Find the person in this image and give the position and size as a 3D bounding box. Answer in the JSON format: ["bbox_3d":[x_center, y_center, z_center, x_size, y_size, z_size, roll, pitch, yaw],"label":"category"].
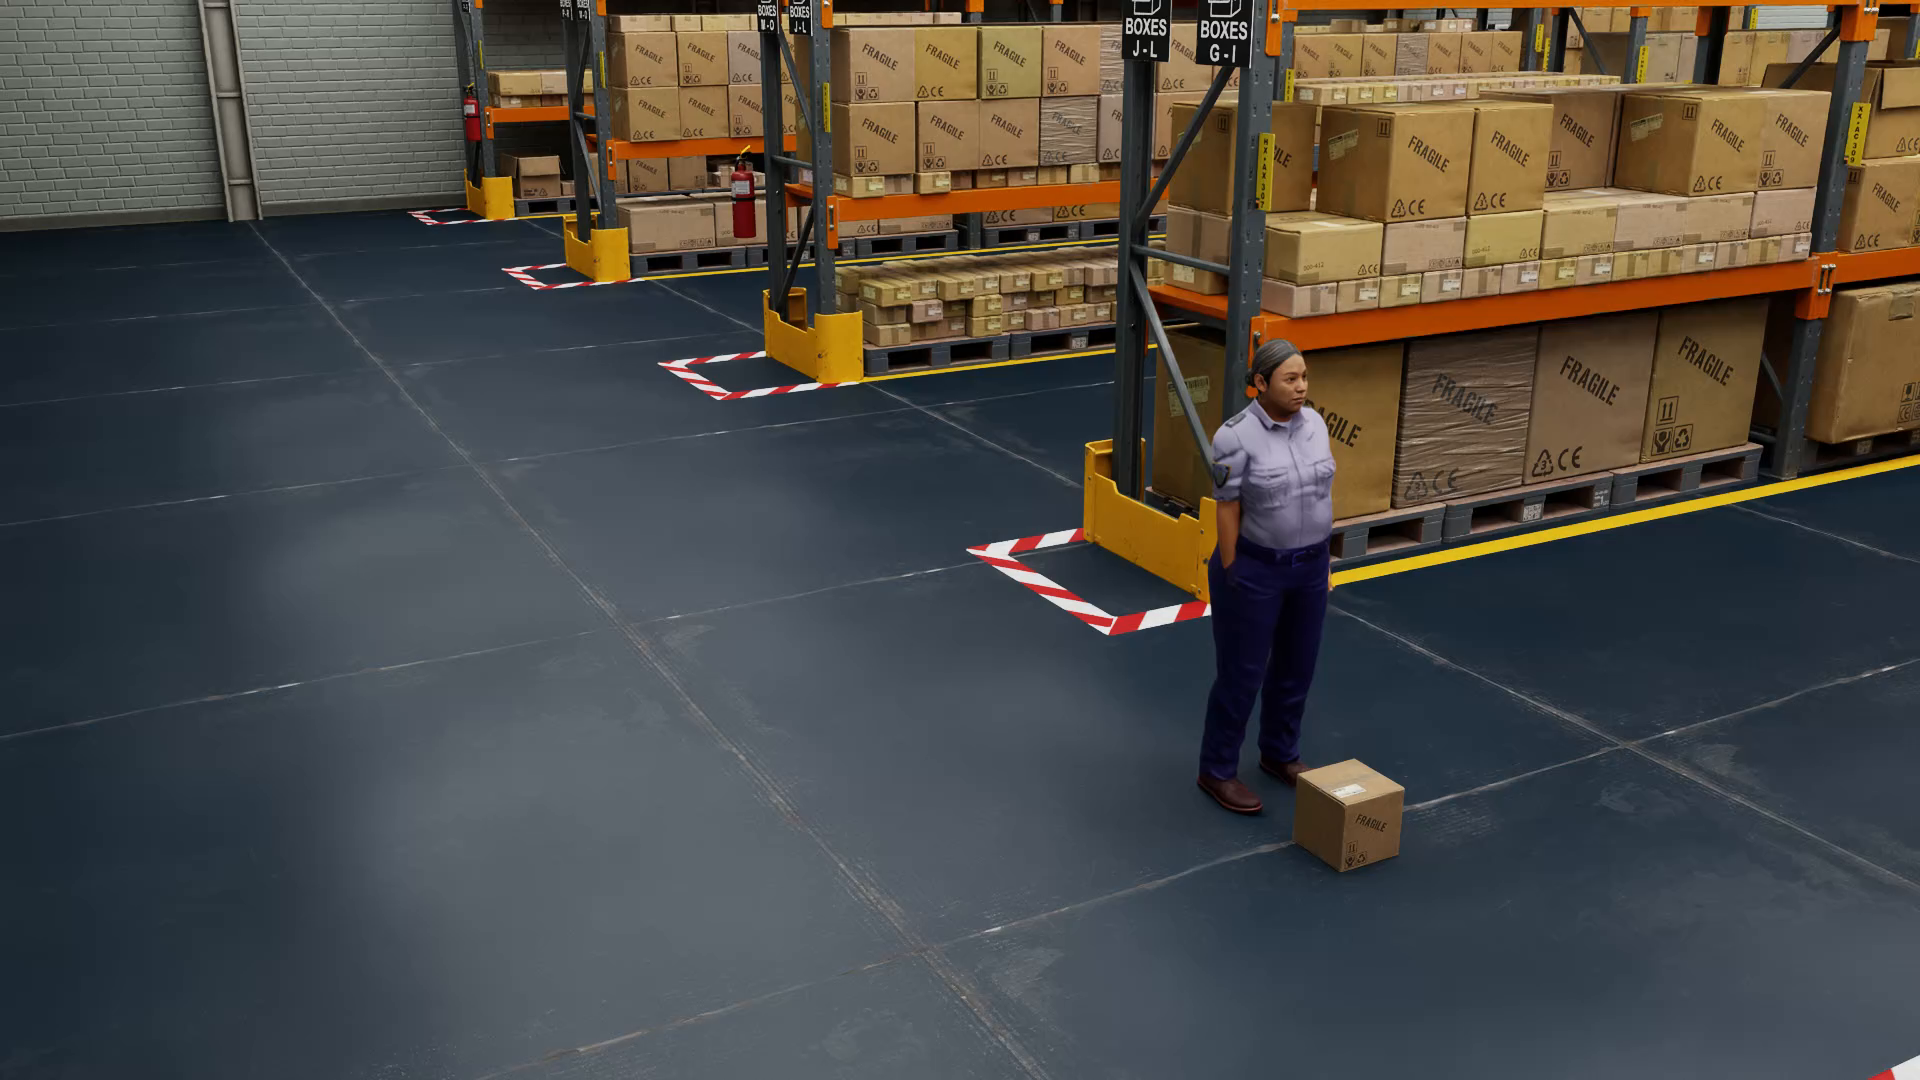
[{"bbox_3d":[1.080,0.133,5.728,0.476,1.642,0.344,-9,21,-25],"label":"person"}]
